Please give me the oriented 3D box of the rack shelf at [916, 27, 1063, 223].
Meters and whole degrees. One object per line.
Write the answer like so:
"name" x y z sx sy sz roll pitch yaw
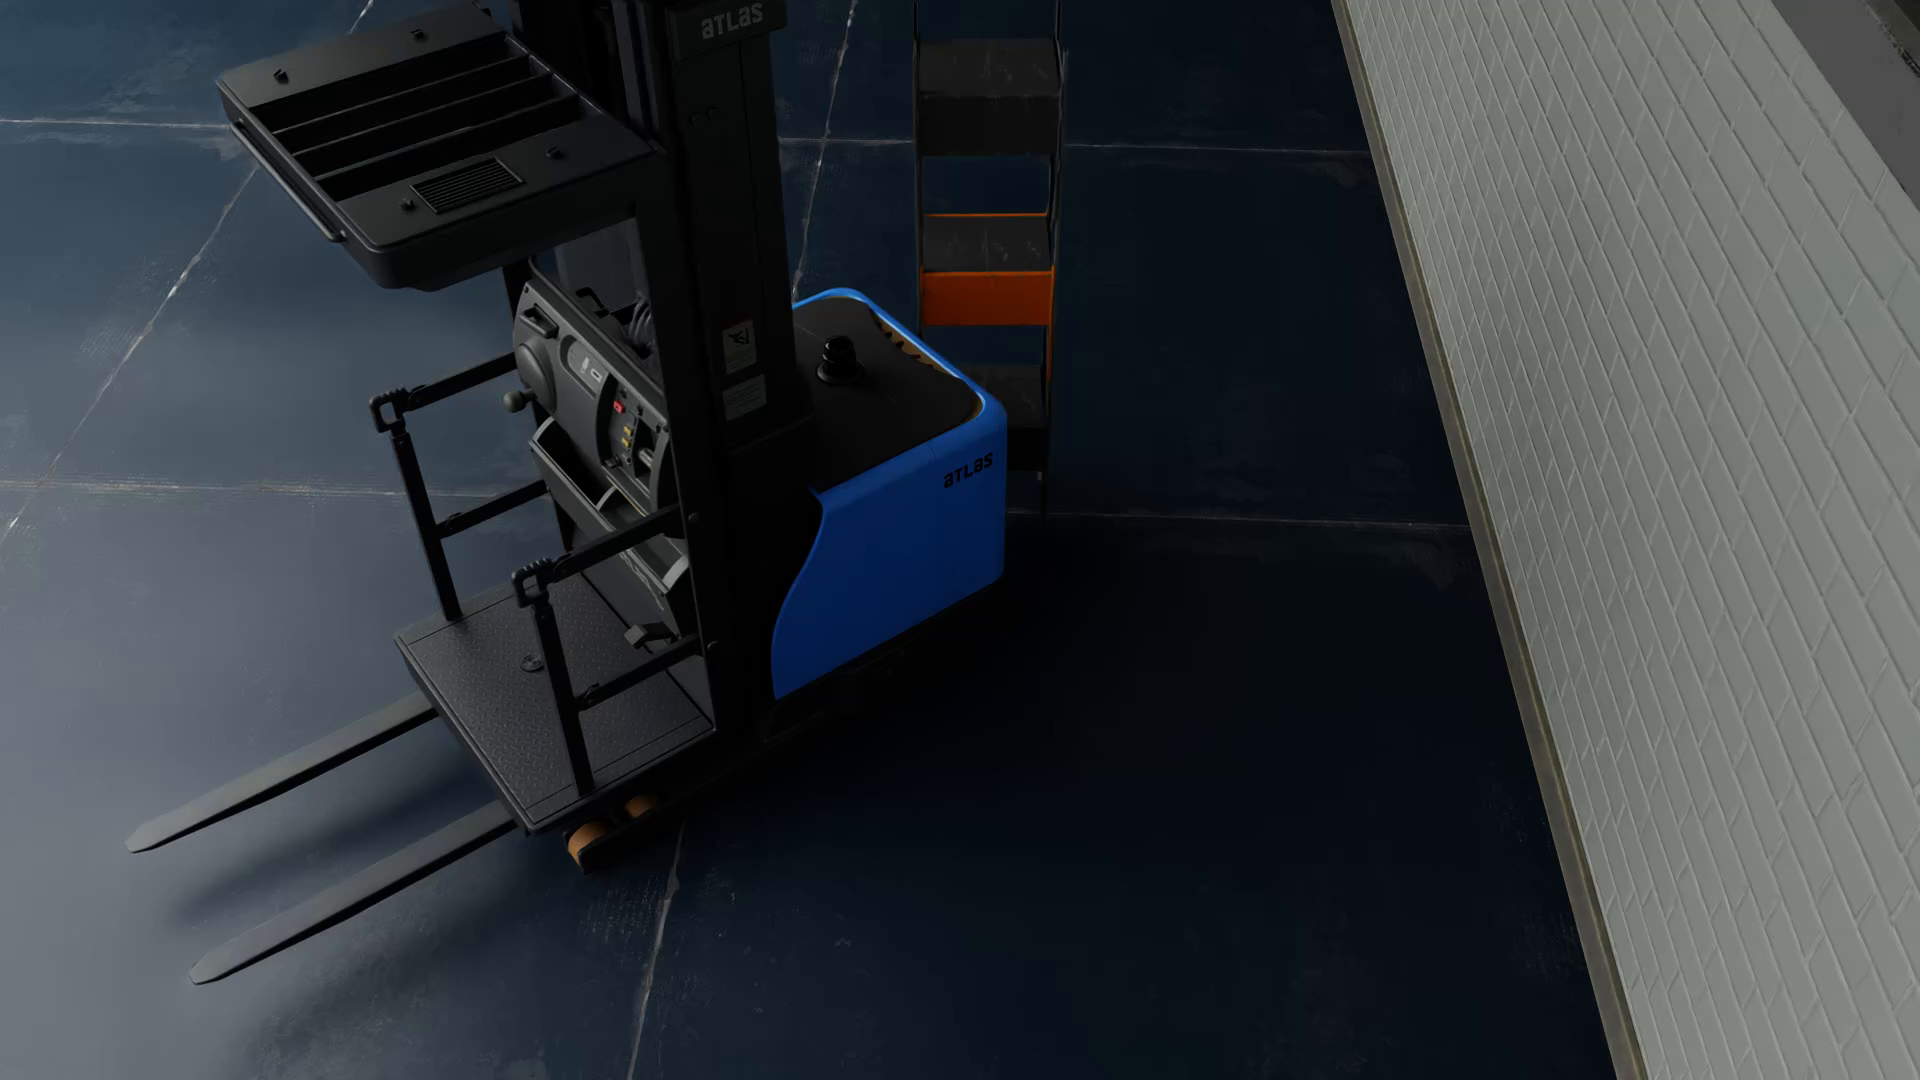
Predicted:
"rack shelf" 0.095 -1.430 5.737 0.480 0.518 0.431 -1 43 -1

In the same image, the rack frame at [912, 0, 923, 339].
"rack frame" -0.149 -0.925 6.203 0.015 2.100 0.400 -1 43 -1

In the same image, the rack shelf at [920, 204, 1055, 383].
"rack shelf" 0.095 -0.917 6.214 0.480 0.518 0.431 -1 43 -1

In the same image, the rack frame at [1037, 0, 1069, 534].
"rack frame" 0.339 -0.930 6.208 0.015 2.100 0.400 -1 43 -1

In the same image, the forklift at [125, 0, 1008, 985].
"forklift" -1.299 -0.382 5.010 3.031 2.935 1.130 -28 50 -26

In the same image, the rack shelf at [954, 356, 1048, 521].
"rack shelf" 0.095 -0.405 6.692 0.480 0.518 0.431 -1 43 -1

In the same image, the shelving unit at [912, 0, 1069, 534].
"shelving unit" 0.095 -0.927 6.205 0.503 2.100 0.431 -1 43 -1
